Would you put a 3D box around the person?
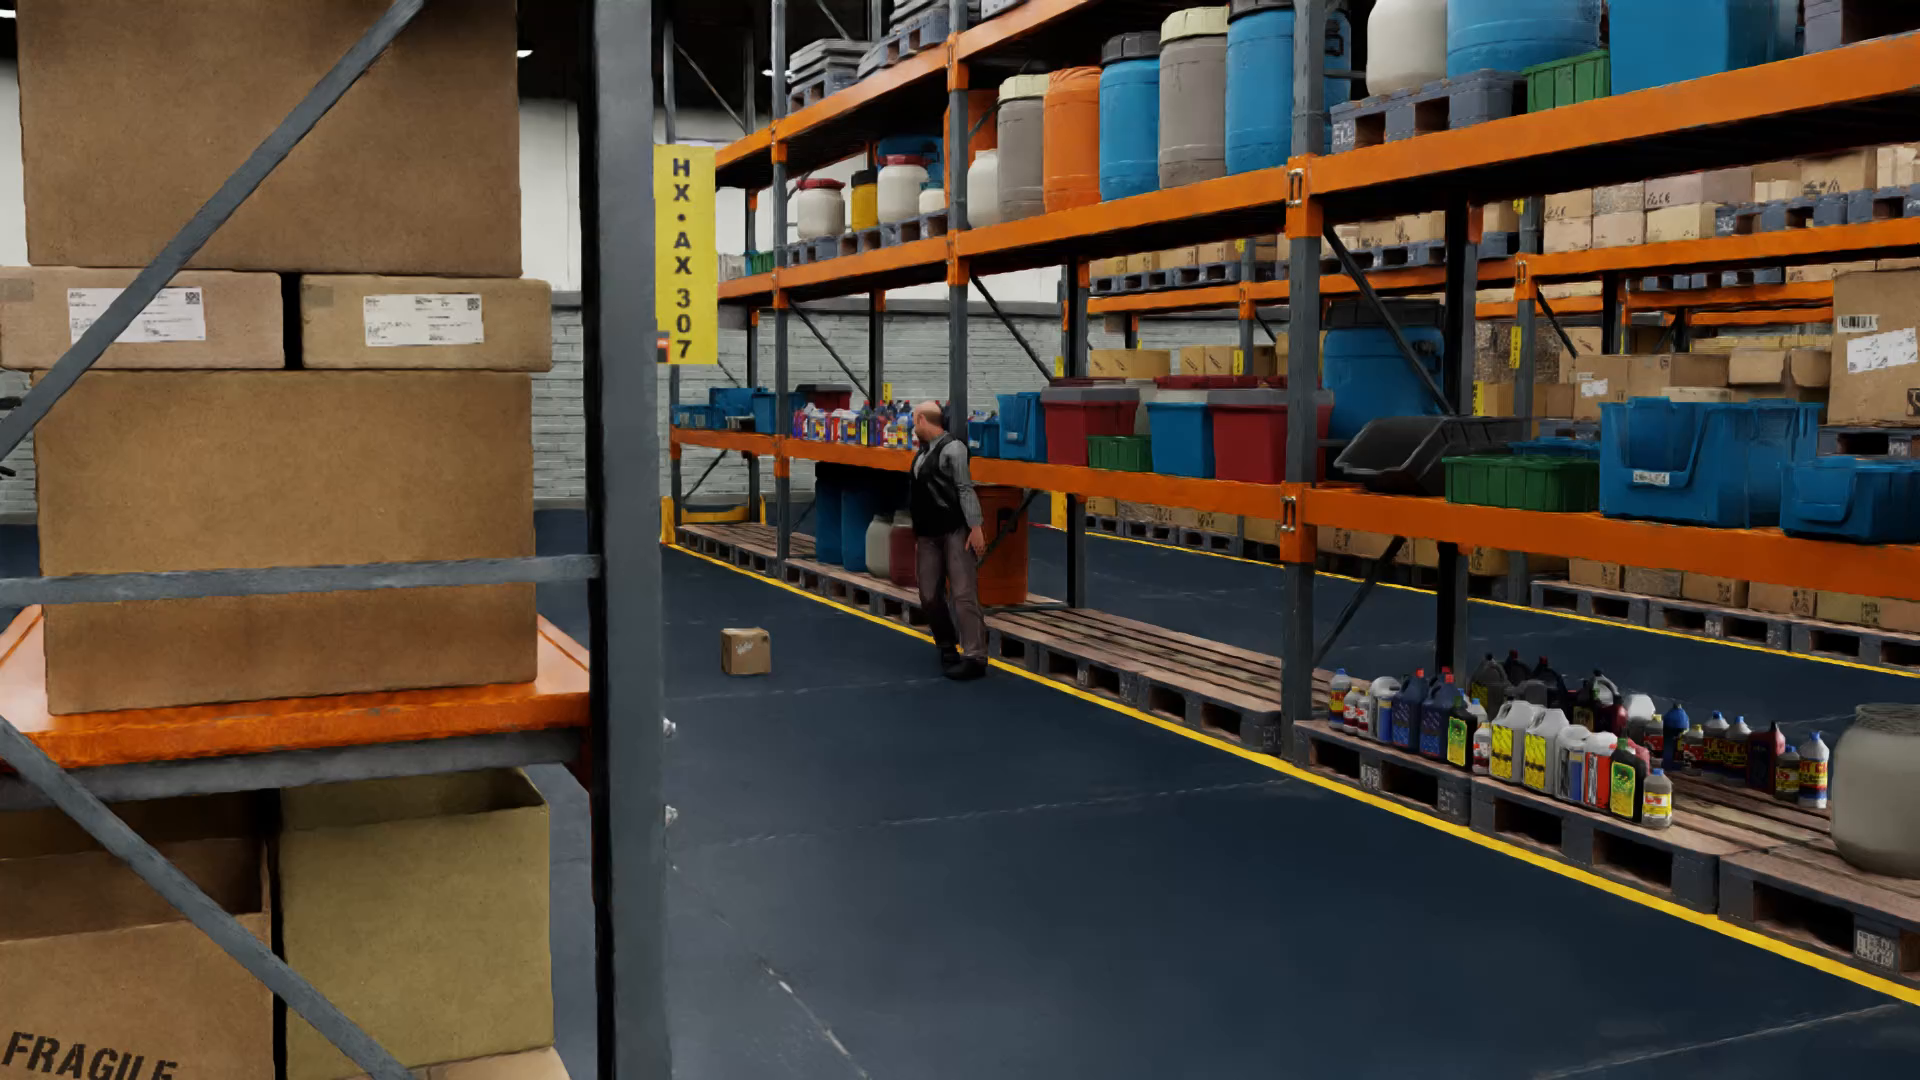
[{"bbox_3d":[-0.071,-0.020,10.270,0.662,1.670,0.569,5,7,43],"label":"person"}]
